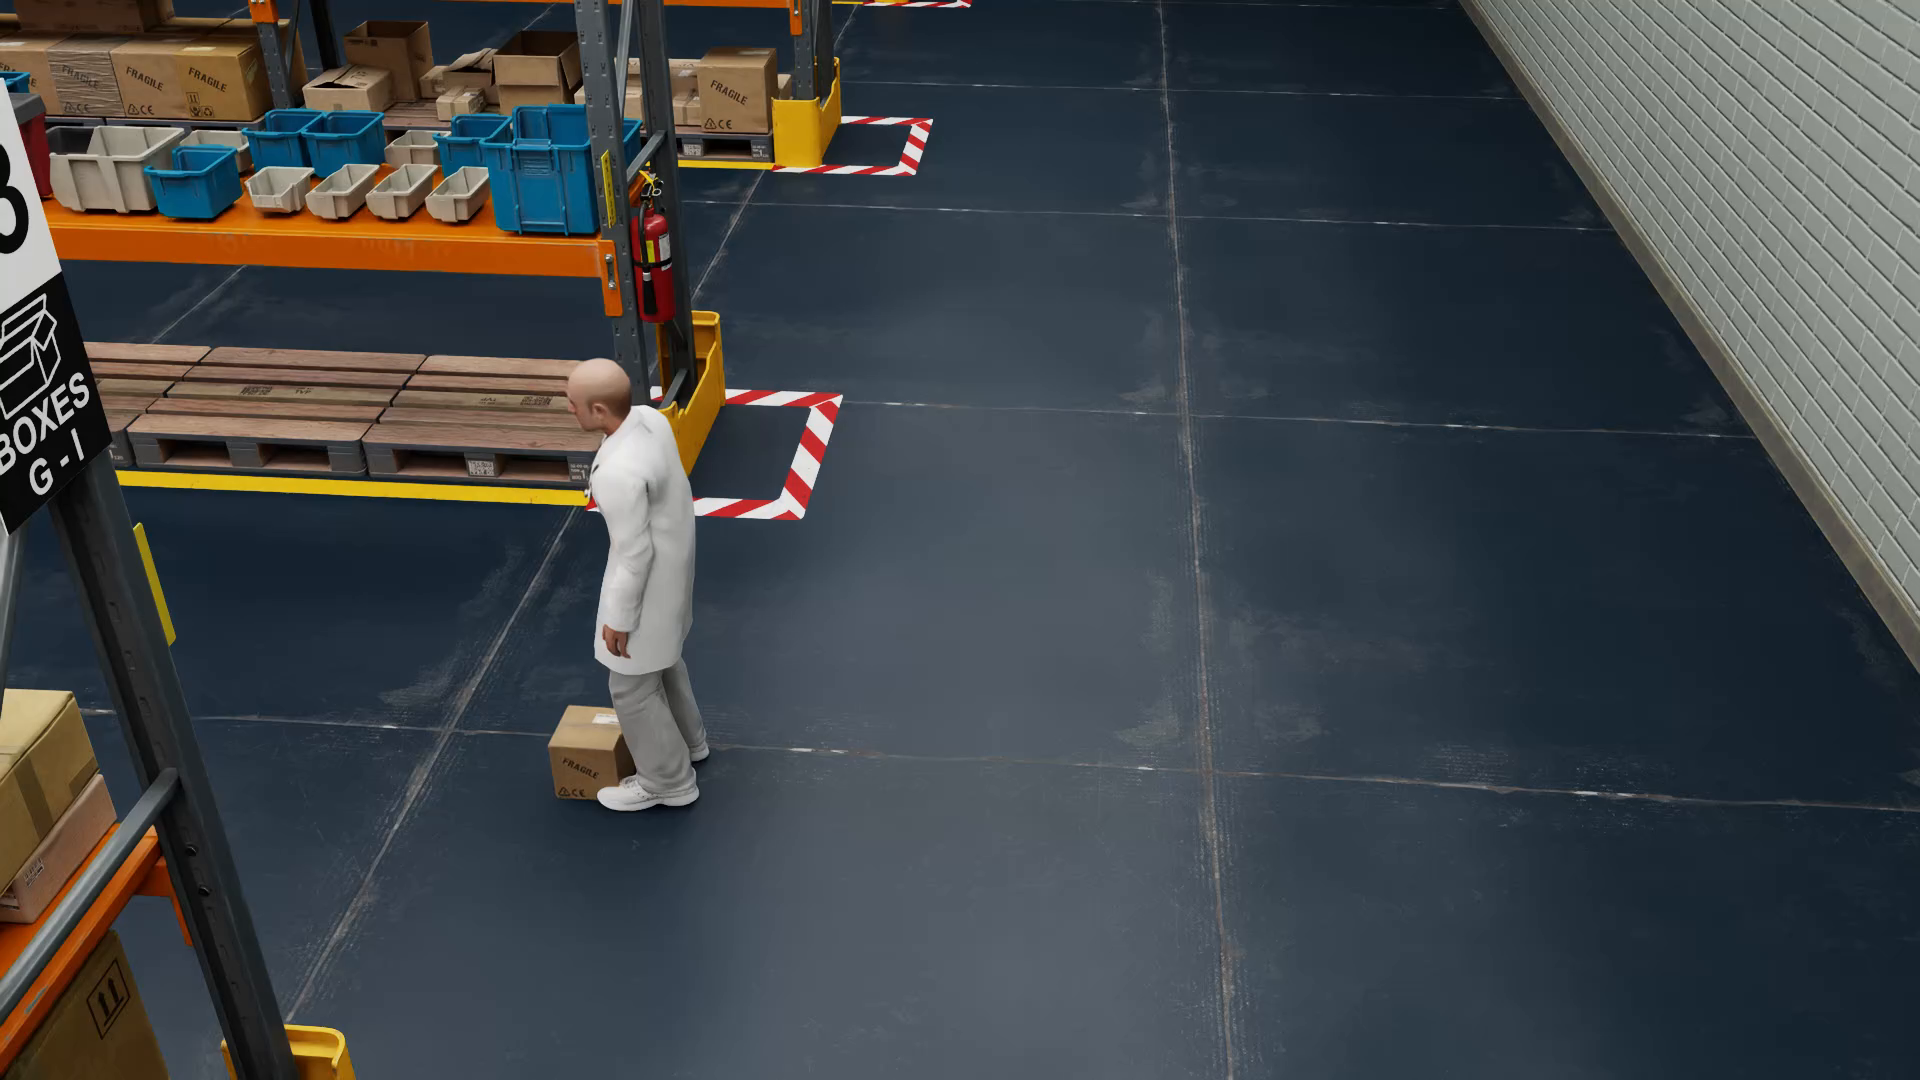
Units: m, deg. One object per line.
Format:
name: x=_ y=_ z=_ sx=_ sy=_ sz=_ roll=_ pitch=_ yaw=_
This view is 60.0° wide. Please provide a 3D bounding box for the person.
person: x=-1.141 y=0.162 z=5.886 sx=0.415 sy=1.773 sz=0.628 roll=1 pitch=32 yaw=2
